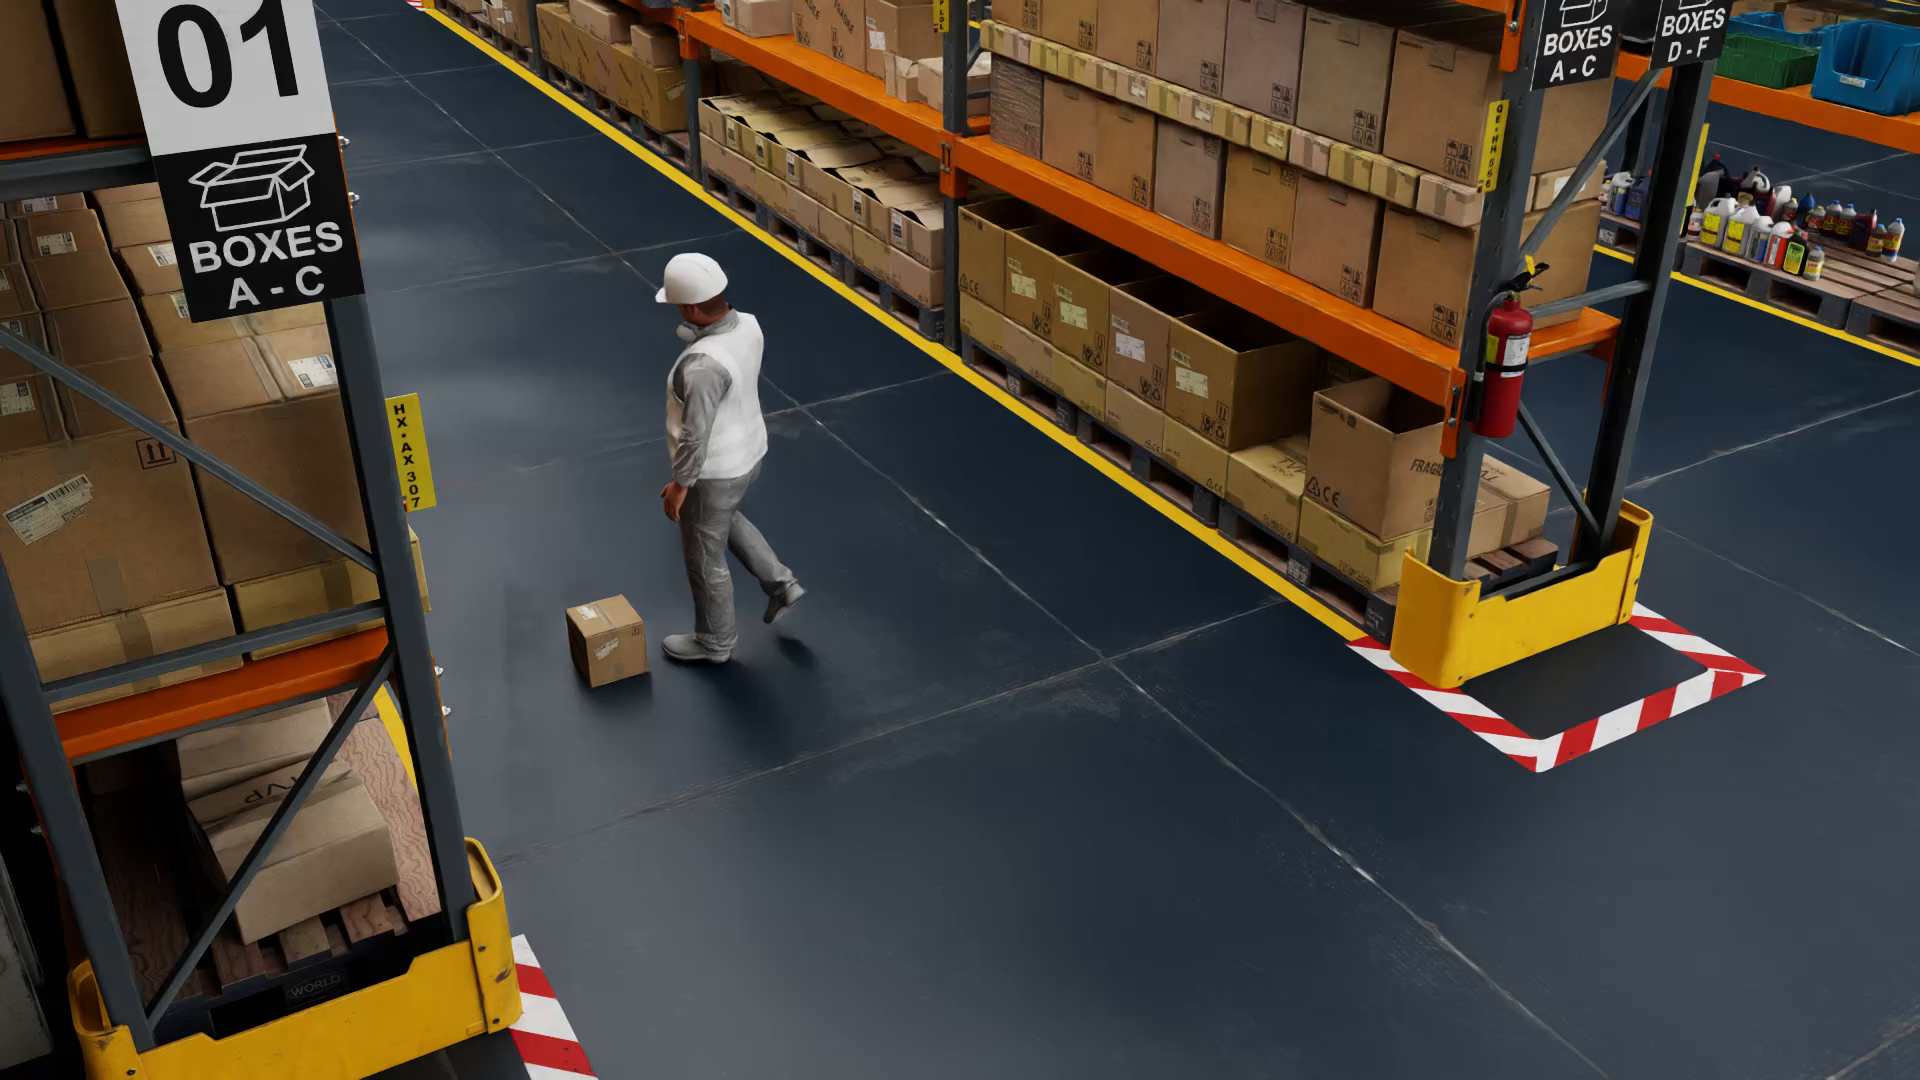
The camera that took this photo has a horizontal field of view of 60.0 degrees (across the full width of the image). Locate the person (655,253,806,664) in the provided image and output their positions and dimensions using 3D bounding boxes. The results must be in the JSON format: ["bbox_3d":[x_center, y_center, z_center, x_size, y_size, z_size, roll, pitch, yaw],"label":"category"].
[{"bbox_3d":[-0.963,-0.313,6.643,0.562,1.769,0.567,7,30,13],"label":"person"}]
